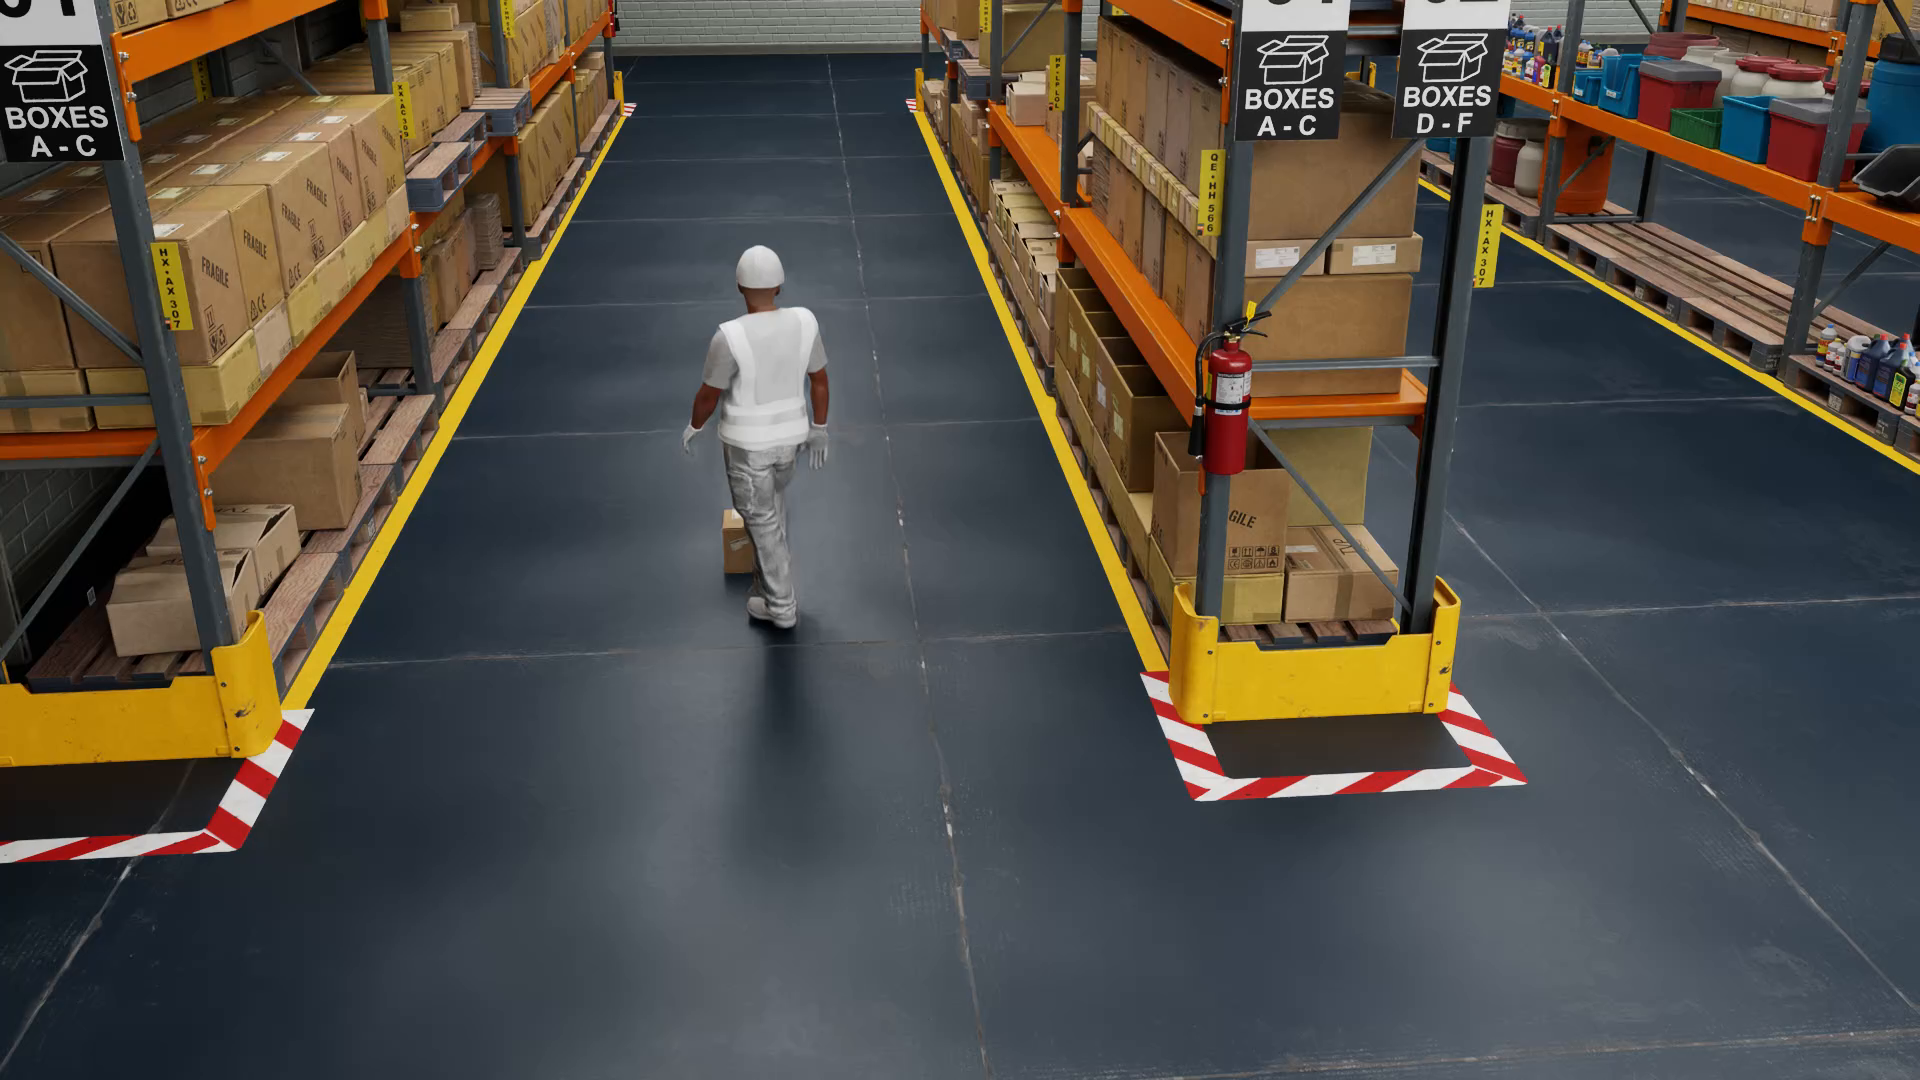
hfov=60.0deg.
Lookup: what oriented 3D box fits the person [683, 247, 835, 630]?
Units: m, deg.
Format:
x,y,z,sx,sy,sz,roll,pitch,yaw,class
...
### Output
x,y,z,sx,sy,sz,roll,pitch,yaw,class
-0.938,-0.455,7.660,0.572,1.845,0.639,-21,31,-39,person
